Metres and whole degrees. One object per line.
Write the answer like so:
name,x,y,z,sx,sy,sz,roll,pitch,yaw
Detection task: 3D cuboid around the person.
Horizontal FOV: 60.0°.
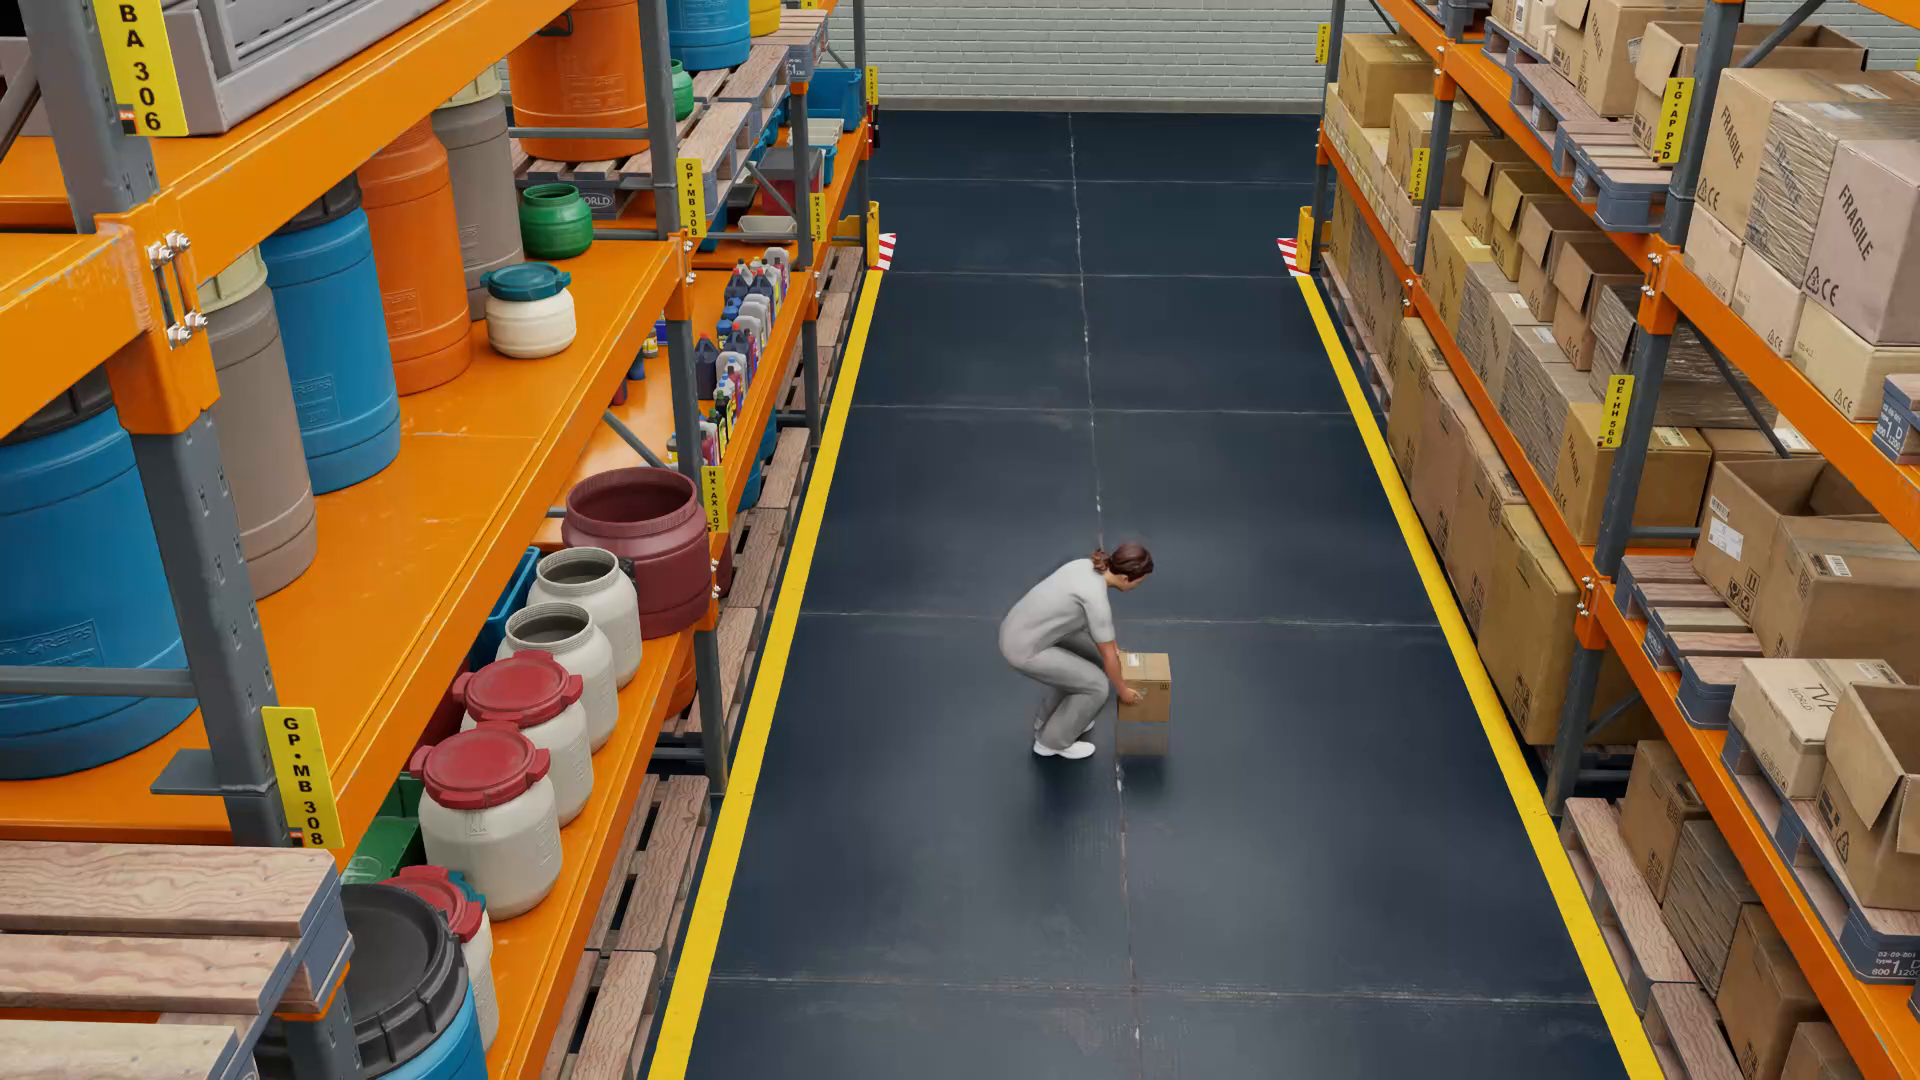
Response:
person,0.564,0.517,8.251,0.746,1.116,0.490,1,28,2
